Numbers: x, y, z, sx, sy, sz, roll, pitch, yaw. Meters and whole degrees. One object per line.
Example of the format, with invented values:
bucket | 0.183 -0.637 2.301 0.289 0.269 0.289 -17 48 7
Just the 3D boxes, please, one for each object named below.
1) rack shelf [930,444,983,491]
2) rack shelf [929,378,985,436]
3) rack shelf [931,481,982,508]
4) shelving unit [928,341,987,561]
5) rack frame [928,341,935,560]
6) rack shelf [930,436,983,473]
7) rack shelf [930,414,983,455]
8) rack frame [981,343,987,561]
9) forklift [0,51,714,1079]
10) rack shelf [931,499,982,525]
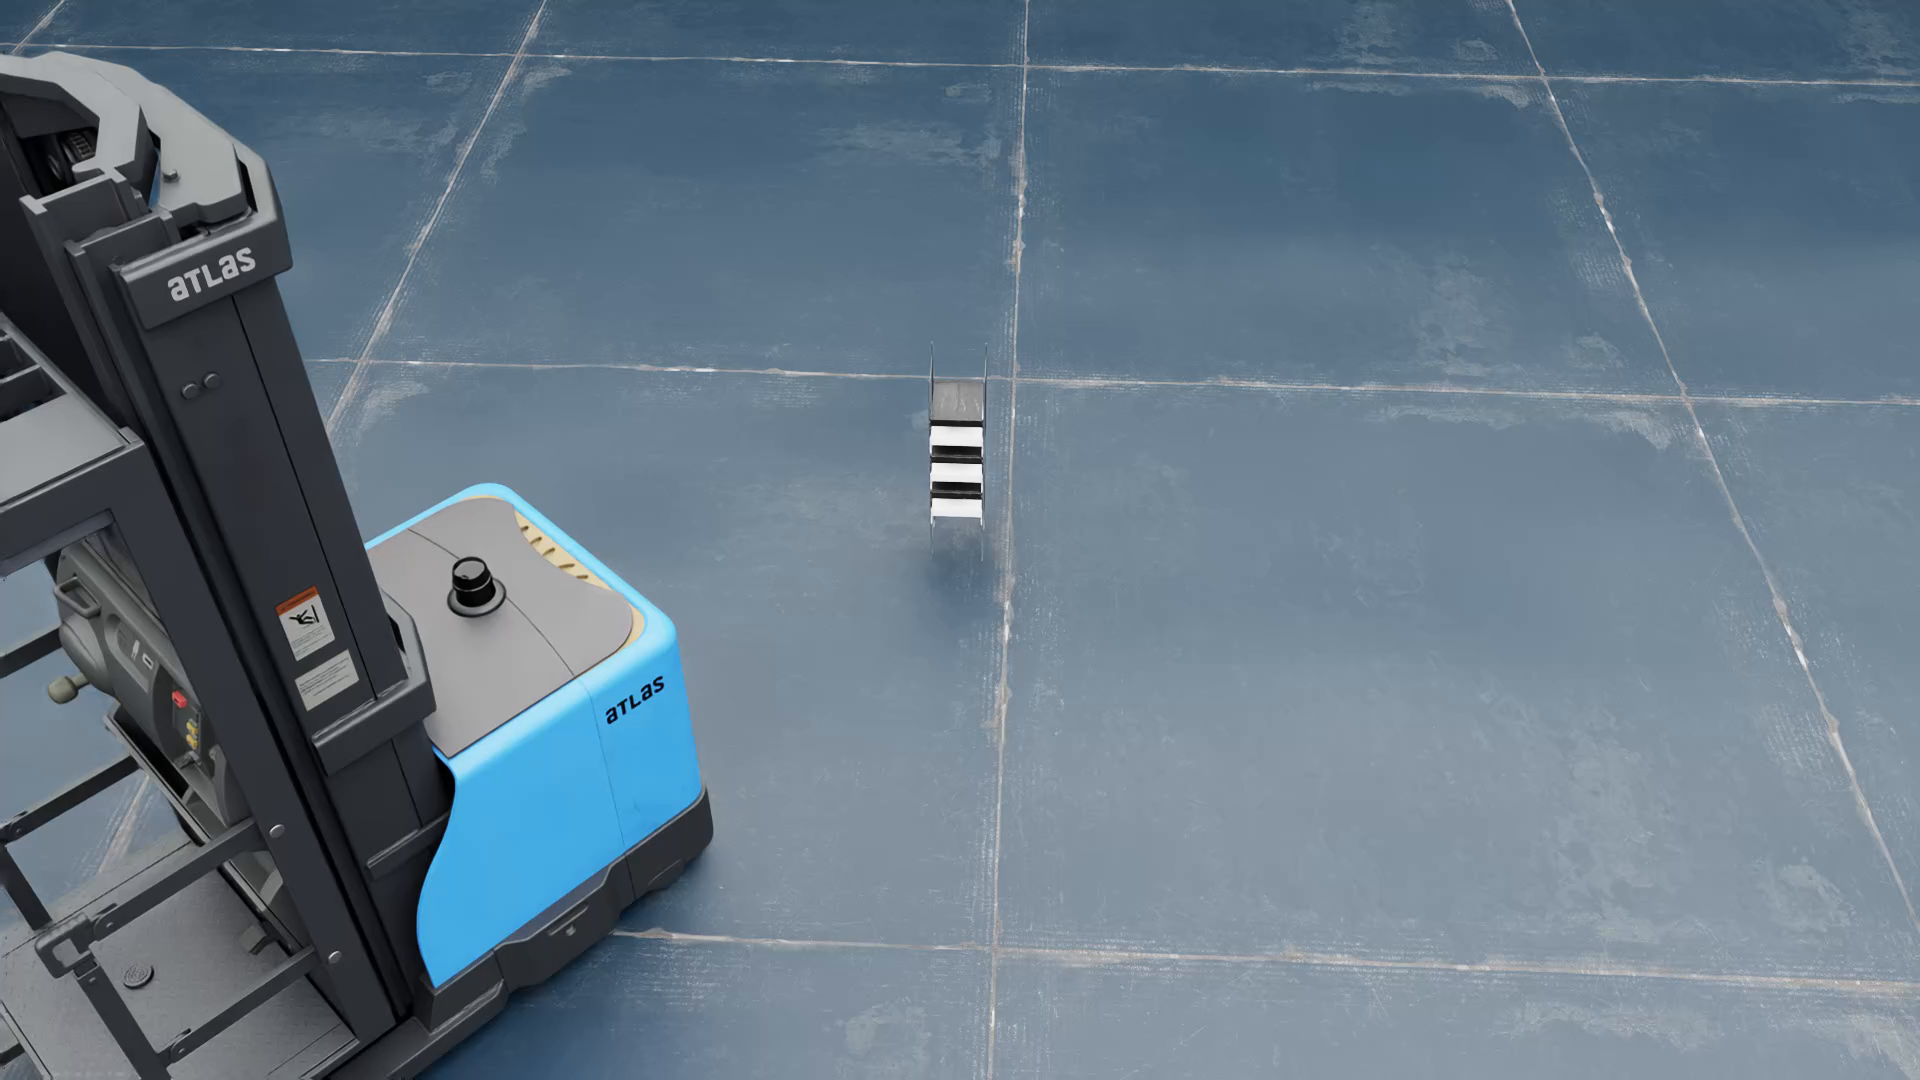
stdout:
rack shelf | -0.008 -0.305 6.466 0.200 0.077 0.258 2 43 2
rack shelf | -0.008 -0.503 6.282 0.200 0.077 0.258 2 43 2
rack shelf | -0.008 -0.239 6.528 0.200 0.077 0.258 2 43 2
shelving unit | -0.008 -0.330 6.444 0.210 0.900 0.258 2 43 2
rack frame | -0.110 -0.333 6.447 0.006 0.900 0.240 2 43 2
rack shelf | -0.008 -0.371 6.405 0.200 0.077 0.258 2 43 2
rack shelf | -0.008 -0.437 6.344 0.200 0.077 0.258 2 43 2
rack frame | 0.093 -0.326 6.440 0.006 0.900 0.240 2 43 2
forklift | -2.222 0.447 4.120 1.130 2.935 3.031 34 53 31
rack shelf | -0.008 -0.173 6.589 0.200 0.077 0.258 2 43 2
